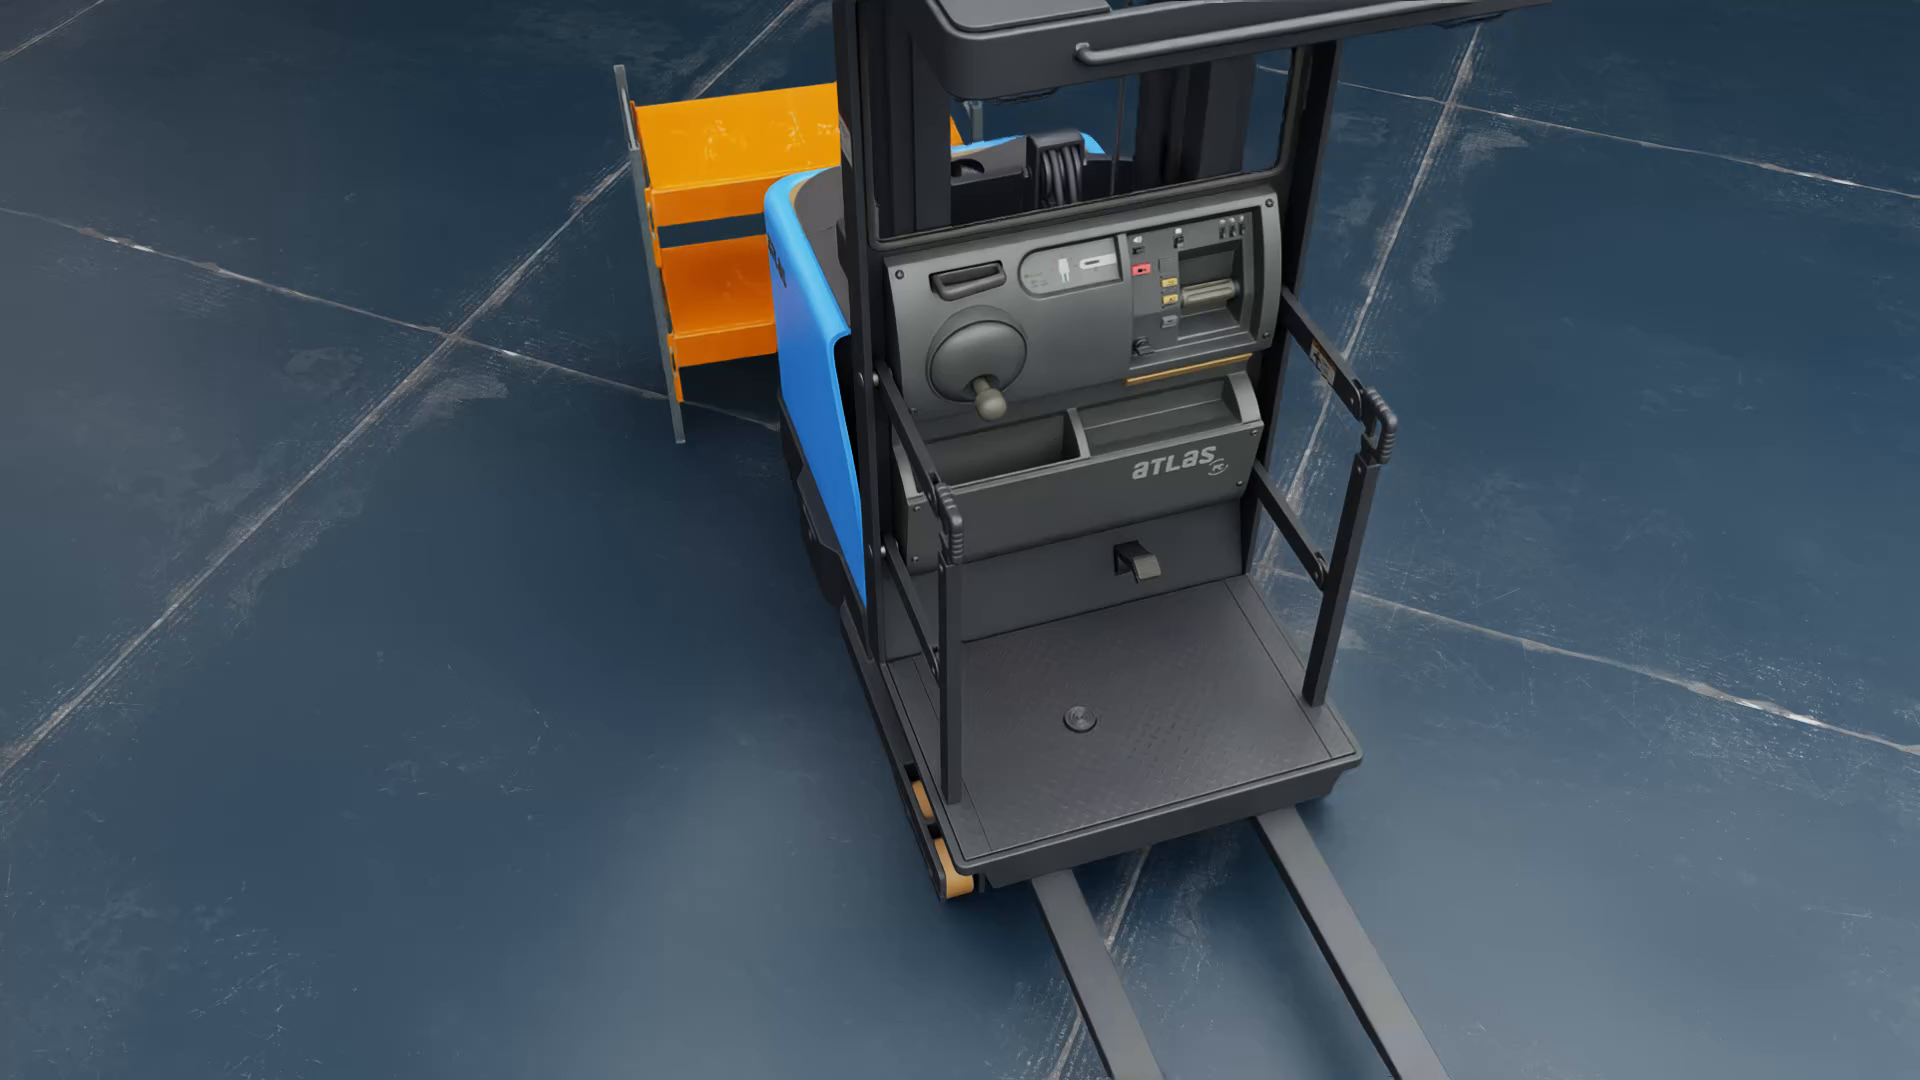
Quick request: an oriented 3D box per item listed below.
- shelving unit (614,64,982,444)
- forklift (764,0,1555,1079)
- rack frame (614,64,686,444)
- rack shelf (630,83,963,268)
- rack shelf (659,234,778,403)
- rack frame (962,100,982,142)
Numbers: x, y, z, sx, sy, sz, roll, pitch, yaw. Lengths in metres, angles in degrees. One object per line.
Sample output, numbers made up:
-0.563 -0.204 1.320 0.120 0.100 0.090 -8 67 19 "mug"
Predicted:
-0.500 -0.980 5.437 1.048 1.125 0.538 -10 46 -10 "shelving unit"
0.363 -0.439 3.614 1.130 2.935 3.031 -13 46 -13 "forklift"
-0.994 -0.896 5.353 0.032 1.125 0.500 -10 46 -10 "rack frame"
-0.500 -1.187 5.231 1.000 0.278 0.538 -10 46 -10 "rack shelf"
-0.500 -0.806 5.610 1.000 0.278 0.538 -10 46 -10 "rack shelf"
-0.006 -1.064 5.522 0.032 1.125 0.500 -10 46 -10 "rack frame"
